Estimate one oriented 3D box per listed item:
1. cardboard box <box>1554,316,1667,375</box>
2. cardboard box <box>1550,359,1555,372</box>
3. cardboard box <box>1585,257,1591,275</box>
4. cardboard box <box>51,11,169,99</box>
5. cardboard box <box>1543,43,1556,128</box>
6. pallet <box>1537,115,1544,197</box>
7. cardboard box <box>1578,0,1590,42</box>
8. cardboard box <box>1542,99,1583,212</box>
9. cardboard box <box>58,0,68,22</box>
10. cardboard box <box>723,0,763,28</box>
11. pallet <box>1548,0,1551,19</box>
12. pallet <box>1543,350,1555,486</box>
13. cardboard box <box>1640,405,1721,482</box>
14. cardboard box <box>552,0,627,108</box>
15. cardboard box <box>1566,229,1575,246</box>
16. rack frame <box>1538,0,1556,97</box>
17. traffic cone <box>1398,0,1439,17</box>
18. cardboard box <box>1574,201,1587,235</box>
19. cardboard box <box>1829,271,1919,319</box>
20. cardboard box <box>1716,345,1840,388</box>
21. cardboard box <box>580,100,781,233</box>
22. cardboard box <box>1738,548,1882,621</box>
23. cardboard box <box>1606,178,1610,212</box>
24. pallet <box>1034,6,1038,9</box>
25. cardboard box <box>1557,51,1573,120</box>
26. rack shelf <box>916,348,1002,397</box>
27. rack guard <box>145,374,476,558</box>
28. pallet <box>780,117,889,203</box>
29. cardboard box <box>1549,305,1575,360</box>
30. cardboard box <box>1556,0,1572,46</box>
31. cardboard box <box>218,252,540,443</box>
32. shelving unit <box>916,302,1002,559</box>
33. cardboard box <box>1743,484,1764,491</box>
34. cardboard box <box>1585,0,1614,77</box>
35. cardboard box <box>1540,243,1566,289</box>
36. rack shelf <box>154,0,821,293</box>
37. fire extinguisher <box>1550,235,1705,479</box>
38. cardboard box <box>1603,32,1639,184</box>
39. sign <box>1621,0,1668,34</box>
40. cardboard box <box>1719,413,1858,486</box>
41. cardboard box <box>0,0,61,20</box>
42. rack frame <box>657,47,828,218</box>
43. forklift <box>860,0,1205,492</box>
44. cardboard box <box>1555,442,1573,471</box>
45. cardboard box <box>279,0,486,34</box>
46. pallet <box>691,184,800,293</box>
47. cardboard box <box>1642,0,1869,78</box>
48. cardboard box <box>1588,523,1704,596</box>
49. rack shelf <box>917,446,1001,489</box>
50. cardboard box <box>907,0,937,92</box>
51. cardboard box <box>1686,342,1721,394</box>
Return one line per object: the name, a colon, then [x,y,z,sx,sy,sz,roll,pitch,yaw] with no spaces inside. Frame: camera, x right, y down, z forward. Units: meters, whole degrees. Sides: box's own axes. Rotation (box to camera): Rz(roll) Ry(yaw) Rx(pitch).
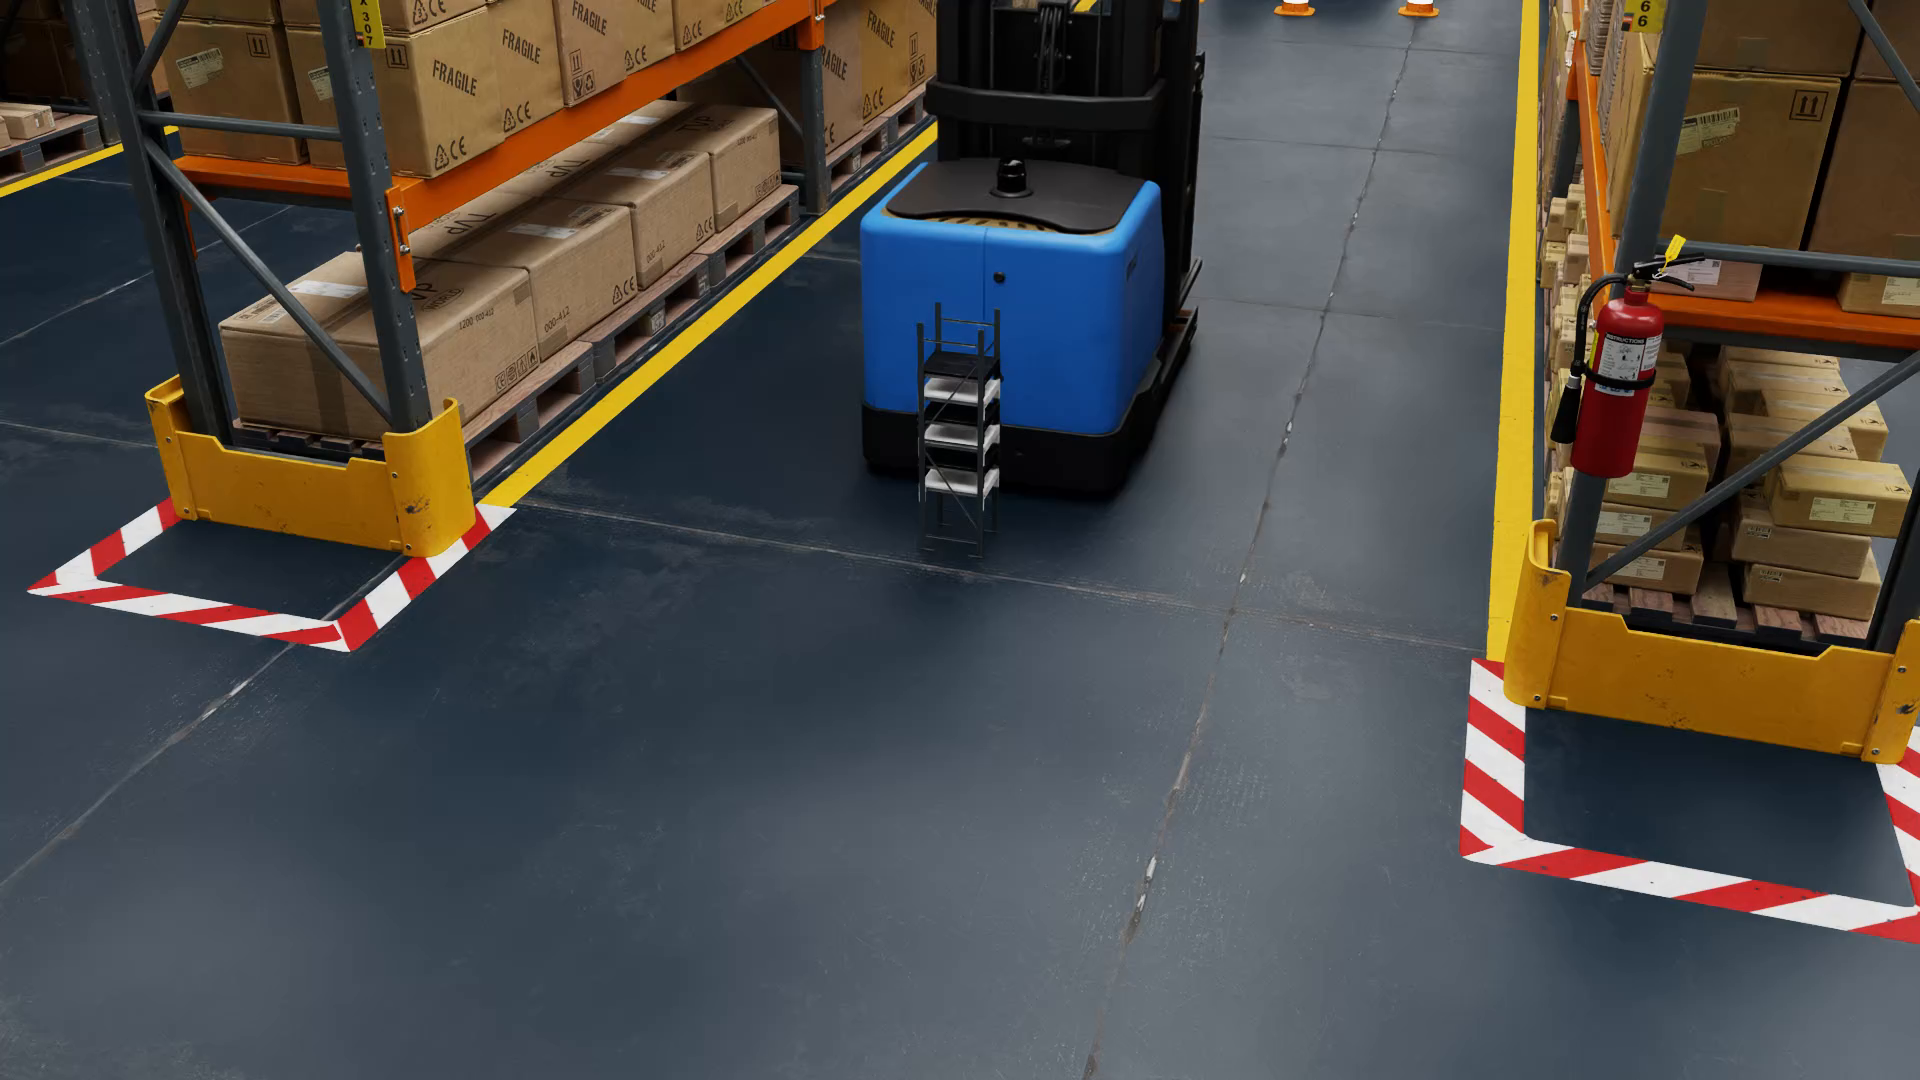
cardboard box: [2.482,-0.722,6.351,0.380,0.149,0.250,10,31,17]
cardboard box: [2.741,-0.815,7.131,0.380,0.149,0.250,8,30,14]
cardboard box: [2.825,-1.063,6.964,0.380,0.149,0.250,7,30,13]
cardboard box: [-5.653,-3.259,11.163,0.500,0.500,0.500,10,31,17]
cardboard box: [3.930,-2.794,10.326,0.500,0.500,0.500,8,30,14]
pallet: [4.081,-2.322,10.207,1.003,0.211,1.213,8,30,15]
cardboard box: [3.101,-2.415,7.764,0.380,0.149,0.250,10,31,17]
cardboard box: [3.474,-2.081,9.044,0.500,0.500,0.500,8,30,14]
cardboard box: [-5.651,-3.479,10.890,0.380,0.149,0.250,10,31,17]
cardboard box: [-1.302,-2.821,8.132,0.500,0.500,0.500,8,30,14]
pallet: [5.691,-4.740,14.553,1.003,0.211,1.213,8,30,15]
pallet: [2.978,-0.505,6.941,1.003,0.211,1.213,8,30,15]
cardboard box: [2.365,-0.339,5.663,0.380,0.149,0.250,9,30,16]
cardboard box: [-1.735,-2.109,6.852,0.500,0.500,0.500,8,30,15]
cardboard box: [3.097,-1.424,7.919,0.380,0.149,0.250,9,30,15]
rack frame: [4.672,-4.469,11.197,1.000,3.000,0.127,8,30,15]
traffic cone: [4.008,-4.811,14.423,0.336,0.463,0.334,8,30,15]
cardboard box: [3.034,-1.433,7.629,0.380,0.149,0.250,8,30,14]
cardboard box: [2.732,-0.745,4.762,0.380,0.149,0.250,8,30,14]
cardboard box: [3.048,-0.642,6.207,0.380,0.149,0.250,10,31,17]
cardboard box: [-1.551,-2.056,9.065,0.875,0.438,0.875,8,30,14]
cardboard box: [2.783,0.114,5.461,0.380,0.149,0.250,9,30,16]
cardboard box: [2.370,-1.184,5.551,0.380,0.149,0.250,9,30,16]
pallet: [0.141,-4.272,13.713,1.003,0.211,1.213,8,30,15]
cardboard box: [3.474,-2.411,8.866,0.500,0.250,0.500,8,30,14]
rack shelf: [-0.002,-0.596,5.909,0.258,0.077,0.200,8,30,15]
rack guard: [-2.445,-0.307,6.287,1.175,0.500,0.348,8,30,15]
pallet: [-1.110,-2.420,10.383,1.003,0.211,1.213,8,30,15]
cardboard box: [2.643,-0.837,6.864,0.380,0.149,0.250,9,30,15]
cardboard box: [3.931,-3.138,10.173,0.500,0.250,0.500,9,30,15]
cardboard box: [-2.340,-0.795,6.797,0.875,0.438,0.875,7,30,13]
shelving unit: [-0.002,-0.389,6.024,0.258,0.900,0.210,8,30,15]
cardboard box: [2.857,-0.145,5.619,0.380,0.149,0.250,8,30,15]
cardboard box: [2.791,-2.129,6.583,0.500,0.500,0.500,8,30,14]
cardboard box: [3.005,-1.300,8.003,0.380,0.149,0.250,9,30,16]
rack shelf: [-1.851,-2.025,7.545,1.077,0.370,4.000,8,30,15]
fire extinguisher: [1.808,-0.503,4.532,0.296,0.674,0.183,8,30,15]
cardboard box: [2.365,-1.409,5.288,0.500,0.500,0.500,8,30,14]
sign: [1.799,-1.483,4.315,0.100,0.325,0.005,8,30,15]
cardboard box: [2.768,-0.289,5.572,0.380,0.149,0.250,9,30,16]
cardboard box: [-6.178,-3.562,11.040,0.380,0.149,0.250,7,30,13]
rack frame: [-1.264,-3.269,9.041,1.000,3.000,0.127,8,30,15]
forklift: [0.506,-2.170,7.135,1.130,2.935,3.031,8,30,14]
cardboard box: [2.356,-0.346,5.981,0.380,0.149,0.250,7,30,13]
cardboard box: [-2.025,-2.073,5.760,0.500,0.500,0.500,8,30,14]
pallet: [-1.562,-1.708,9.104,1.003,0.211,1.213,8,30,15]
cardboard box: [2.220,-1.610,4.621,0.500,0.500,0.500,8,30,14]
cardboard box: [2.278,0.037,5.598,0.380,0.149,0.250,9,30,16]
rack shelf: [-0.002,-0.282,6.084,0.258,0.077,0.200,8,30,15]
cardboard box: [-0.638,-3.660,11.497,0.875,0.875,0.875,9,30,15]
cardboard box: [3.050,-0.643,6.516,0.380,0.149,0.250,10,31,17]
